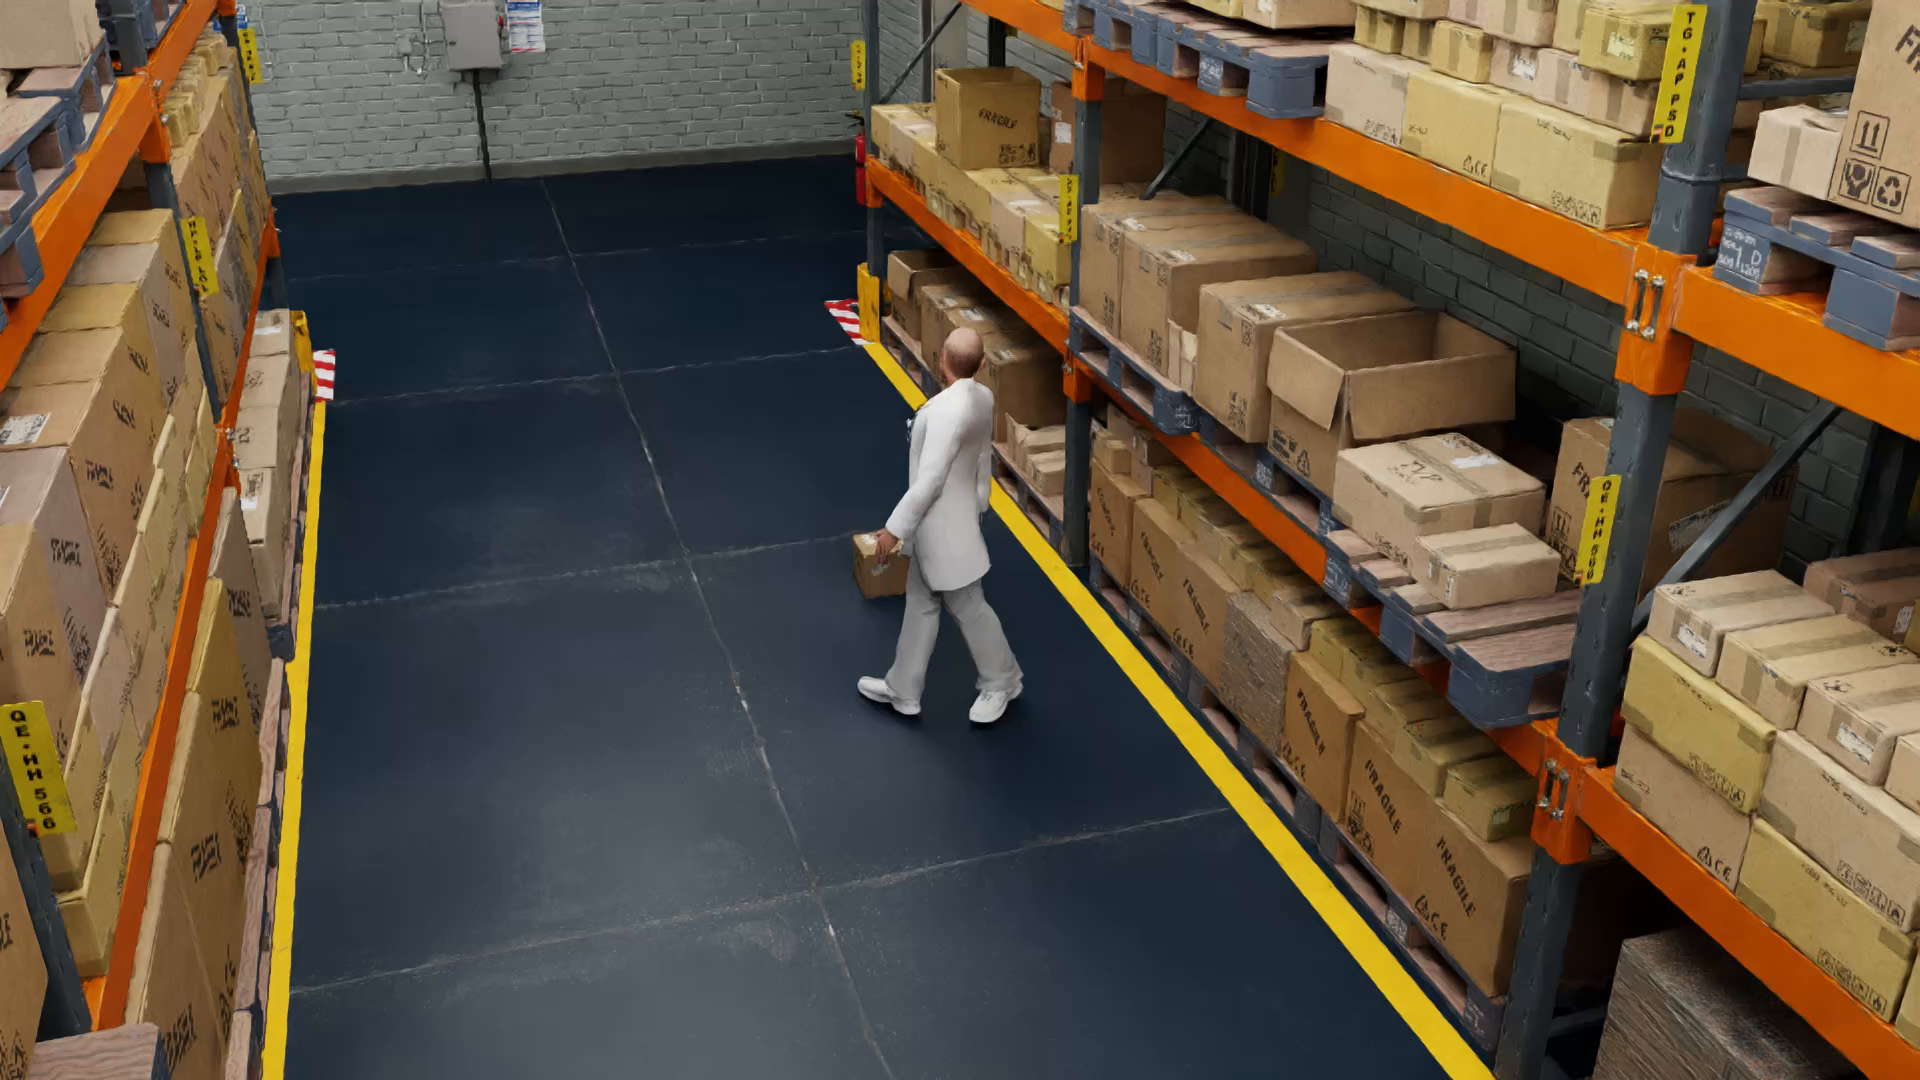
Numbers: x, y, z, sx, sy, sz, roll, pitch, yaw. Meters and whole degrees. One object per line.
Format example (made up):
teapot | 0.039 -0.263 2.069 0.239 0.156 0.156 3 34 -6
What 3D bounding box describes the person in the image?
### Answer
person | -0.089 -0.071 7.296 0.763 1.742 0.614 2 26 3
